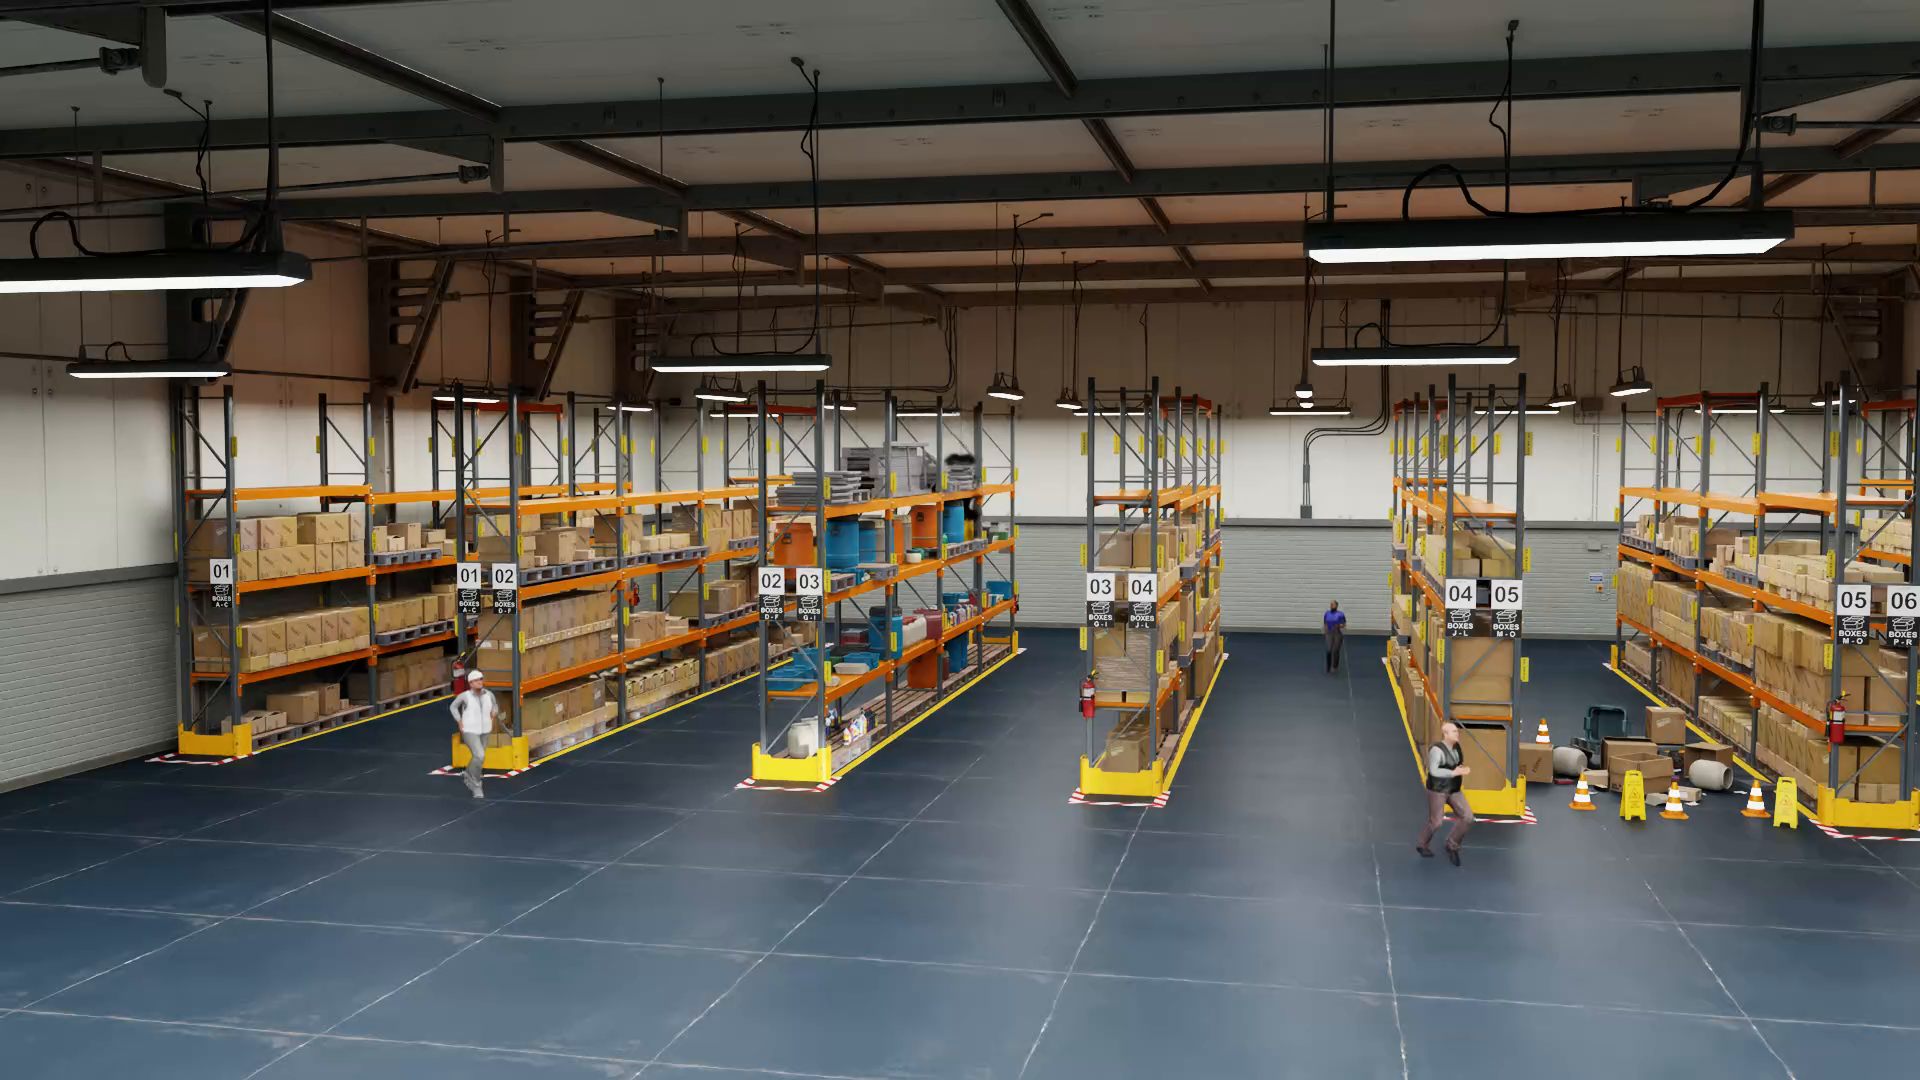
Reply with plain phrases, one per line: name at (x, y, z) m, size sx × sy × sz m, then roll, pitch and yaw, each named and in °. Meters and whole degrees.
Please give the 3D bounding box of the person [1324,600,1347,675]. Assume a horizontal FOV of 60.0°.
person at (8.209, 2.154, 36.496) m, size 0.549 × 1.680 × 0.687 m, roll 1°, pitch 3°, yaw 24°

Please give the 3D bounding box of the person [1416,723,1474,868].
person at (5.801, 3.032, 19.905) m, size 0.680 × 1.728 × 0.820 m, roll -2°, pitch 4°, yaw -33°

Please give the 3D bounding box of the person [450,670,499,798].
person at (-6.963, 2.786, 23.959) m, size 0.772 × 1.835 × 0.643 m, roll 3°, pitch 4°, yaw 44°
